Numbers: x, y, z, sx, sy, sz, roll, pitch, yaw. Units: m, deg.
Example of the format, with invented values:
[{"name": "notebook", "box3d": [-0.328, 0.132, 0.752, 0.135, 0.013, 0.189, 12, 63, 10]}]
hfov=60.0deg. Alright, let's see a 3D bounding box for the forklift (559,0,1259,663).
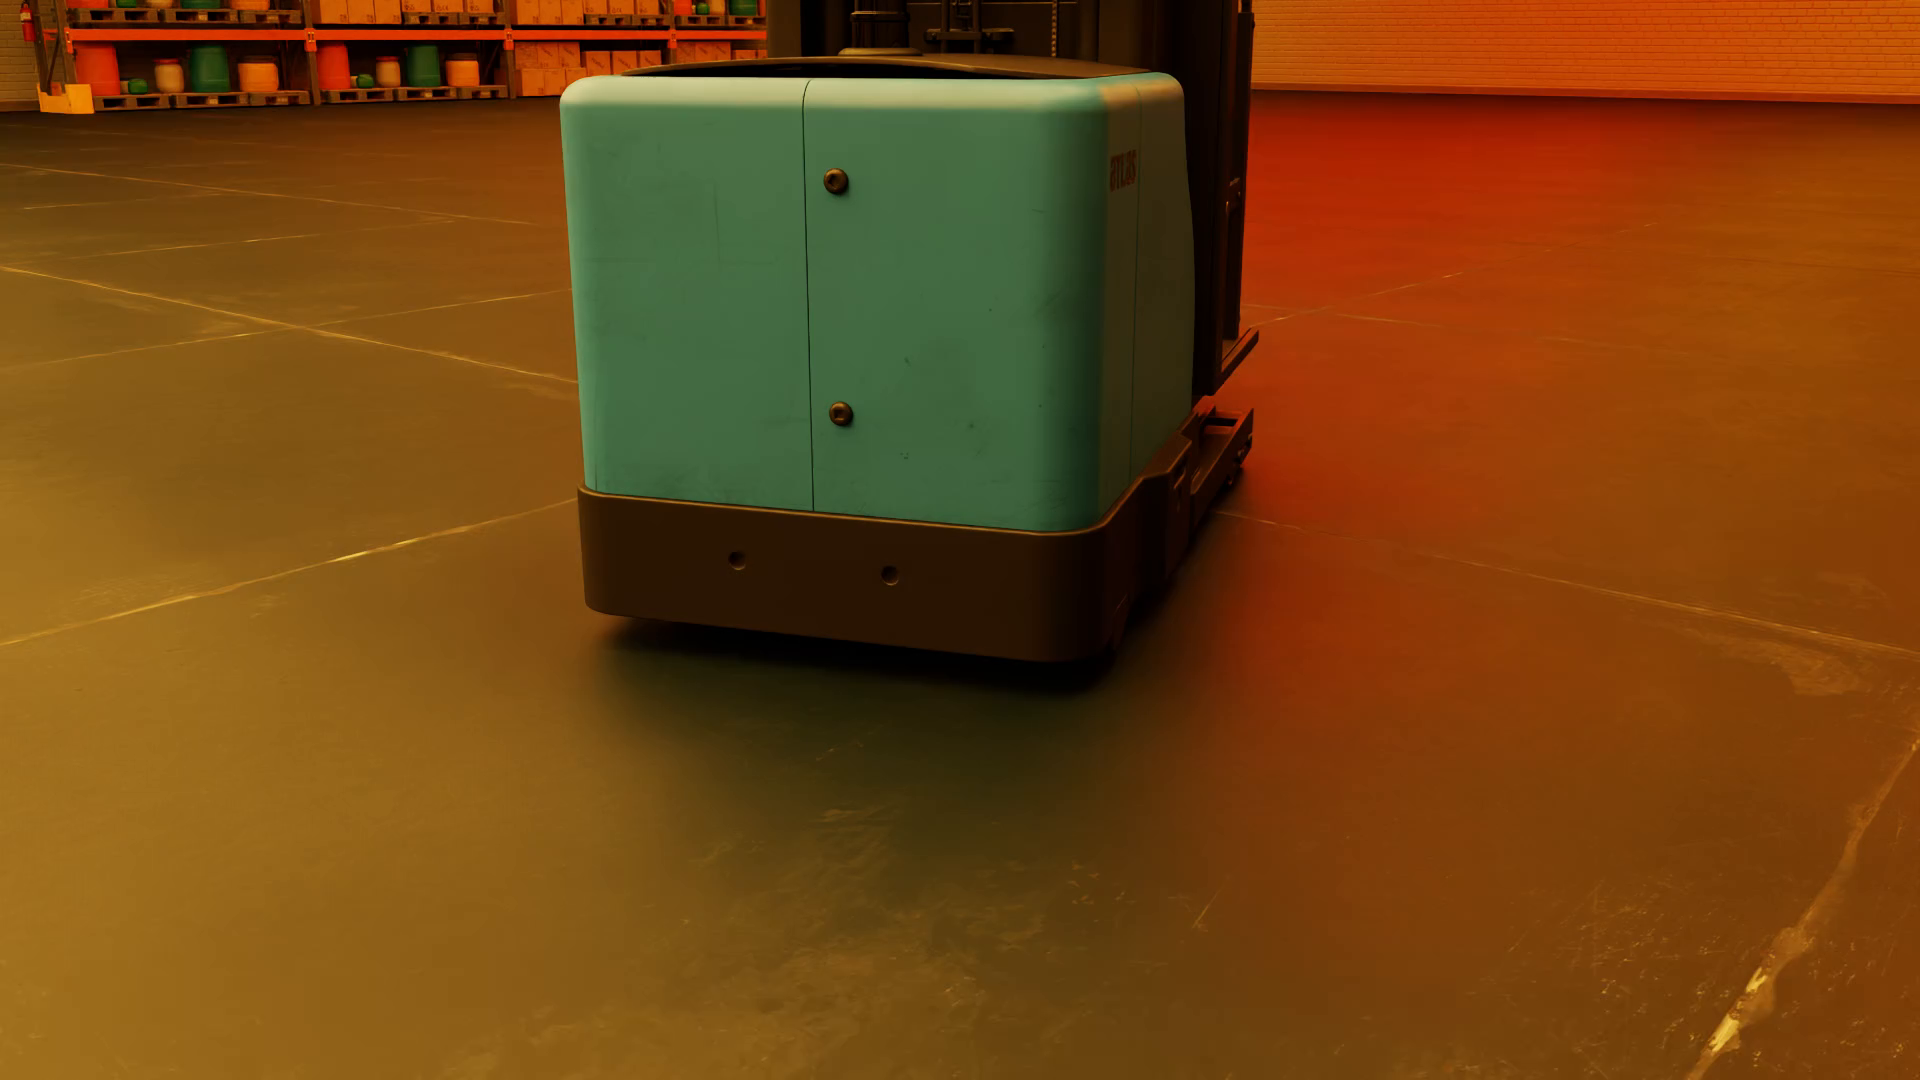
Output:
[{"name": "forklift", "box3d": [0.182, -1.571, 4.072, 1.130, 2.935, 3.031, 5, 18, 17]}]
